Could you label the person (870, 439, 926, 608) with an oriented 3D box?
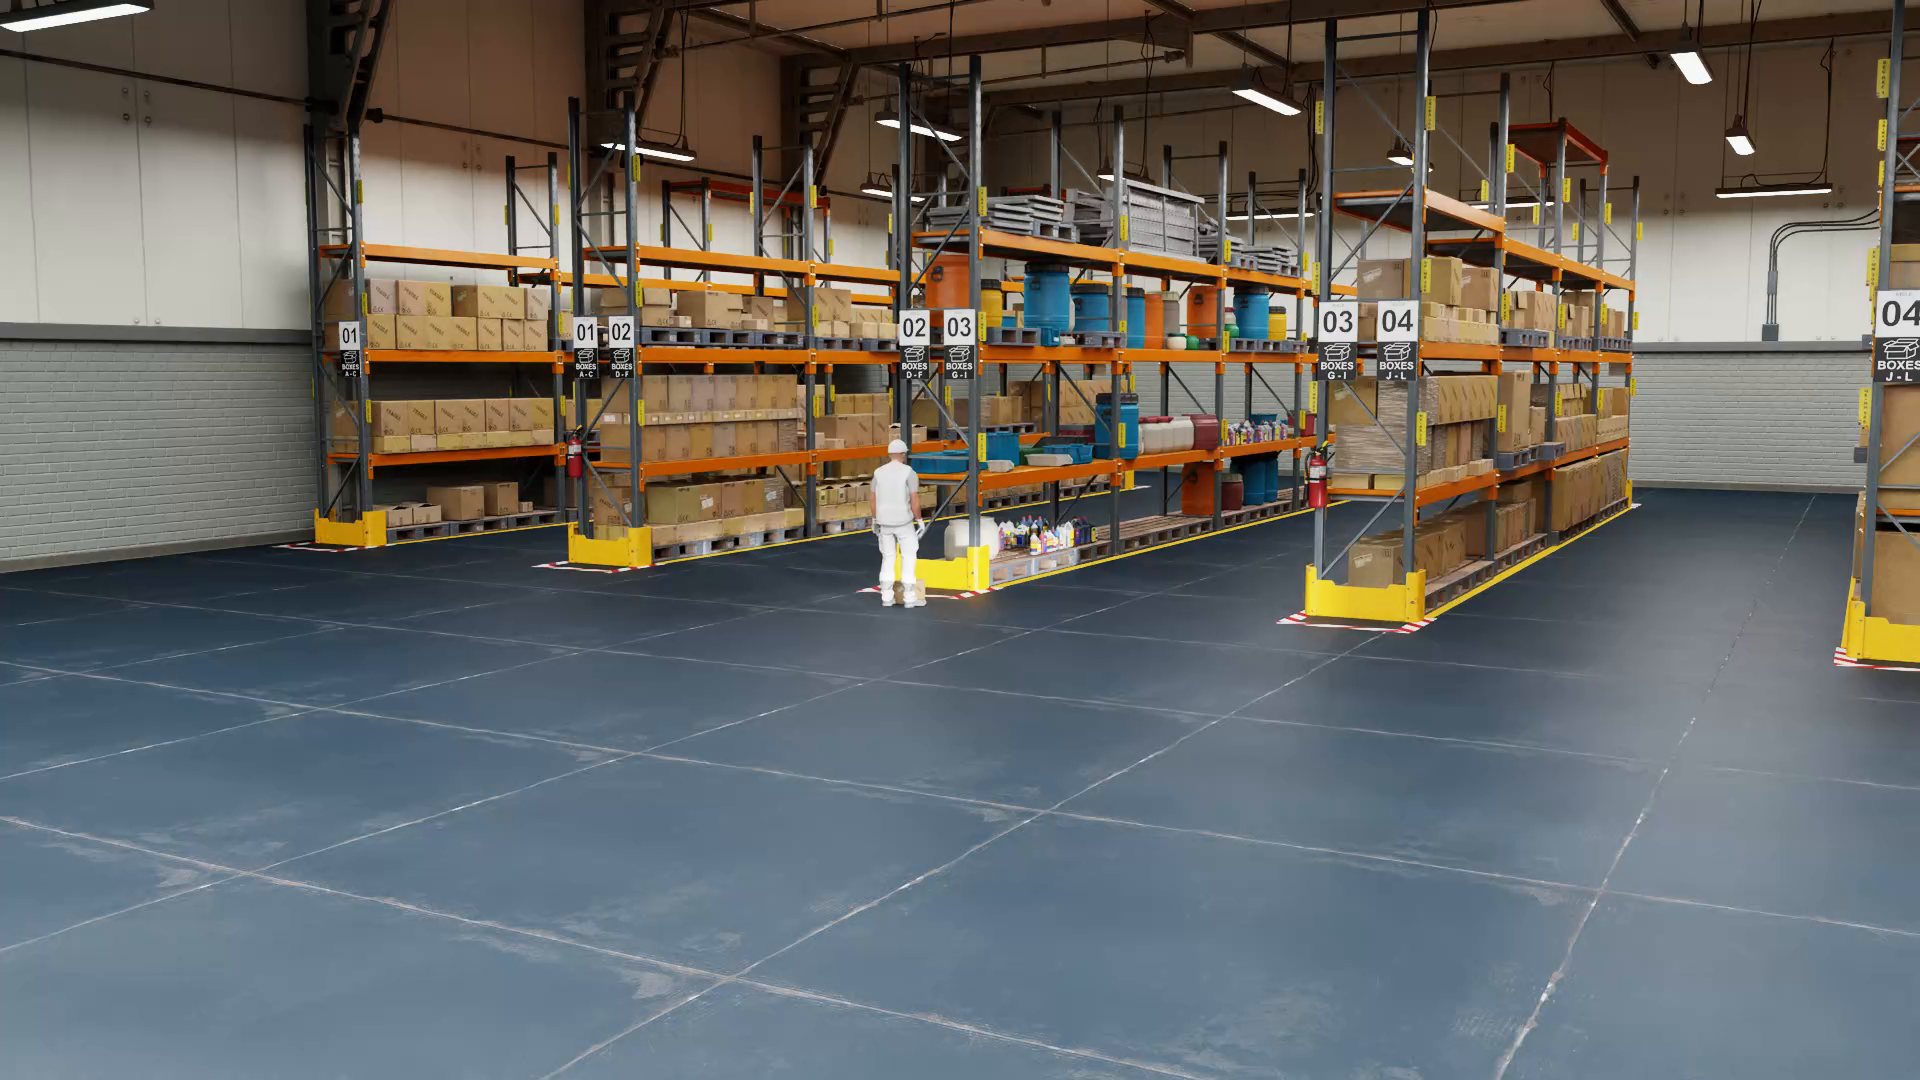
[{"bbox_3d":[-0.669,-0.182,17.768,0.616,1.781,0.445,3,7,26],"label":"person"}]
